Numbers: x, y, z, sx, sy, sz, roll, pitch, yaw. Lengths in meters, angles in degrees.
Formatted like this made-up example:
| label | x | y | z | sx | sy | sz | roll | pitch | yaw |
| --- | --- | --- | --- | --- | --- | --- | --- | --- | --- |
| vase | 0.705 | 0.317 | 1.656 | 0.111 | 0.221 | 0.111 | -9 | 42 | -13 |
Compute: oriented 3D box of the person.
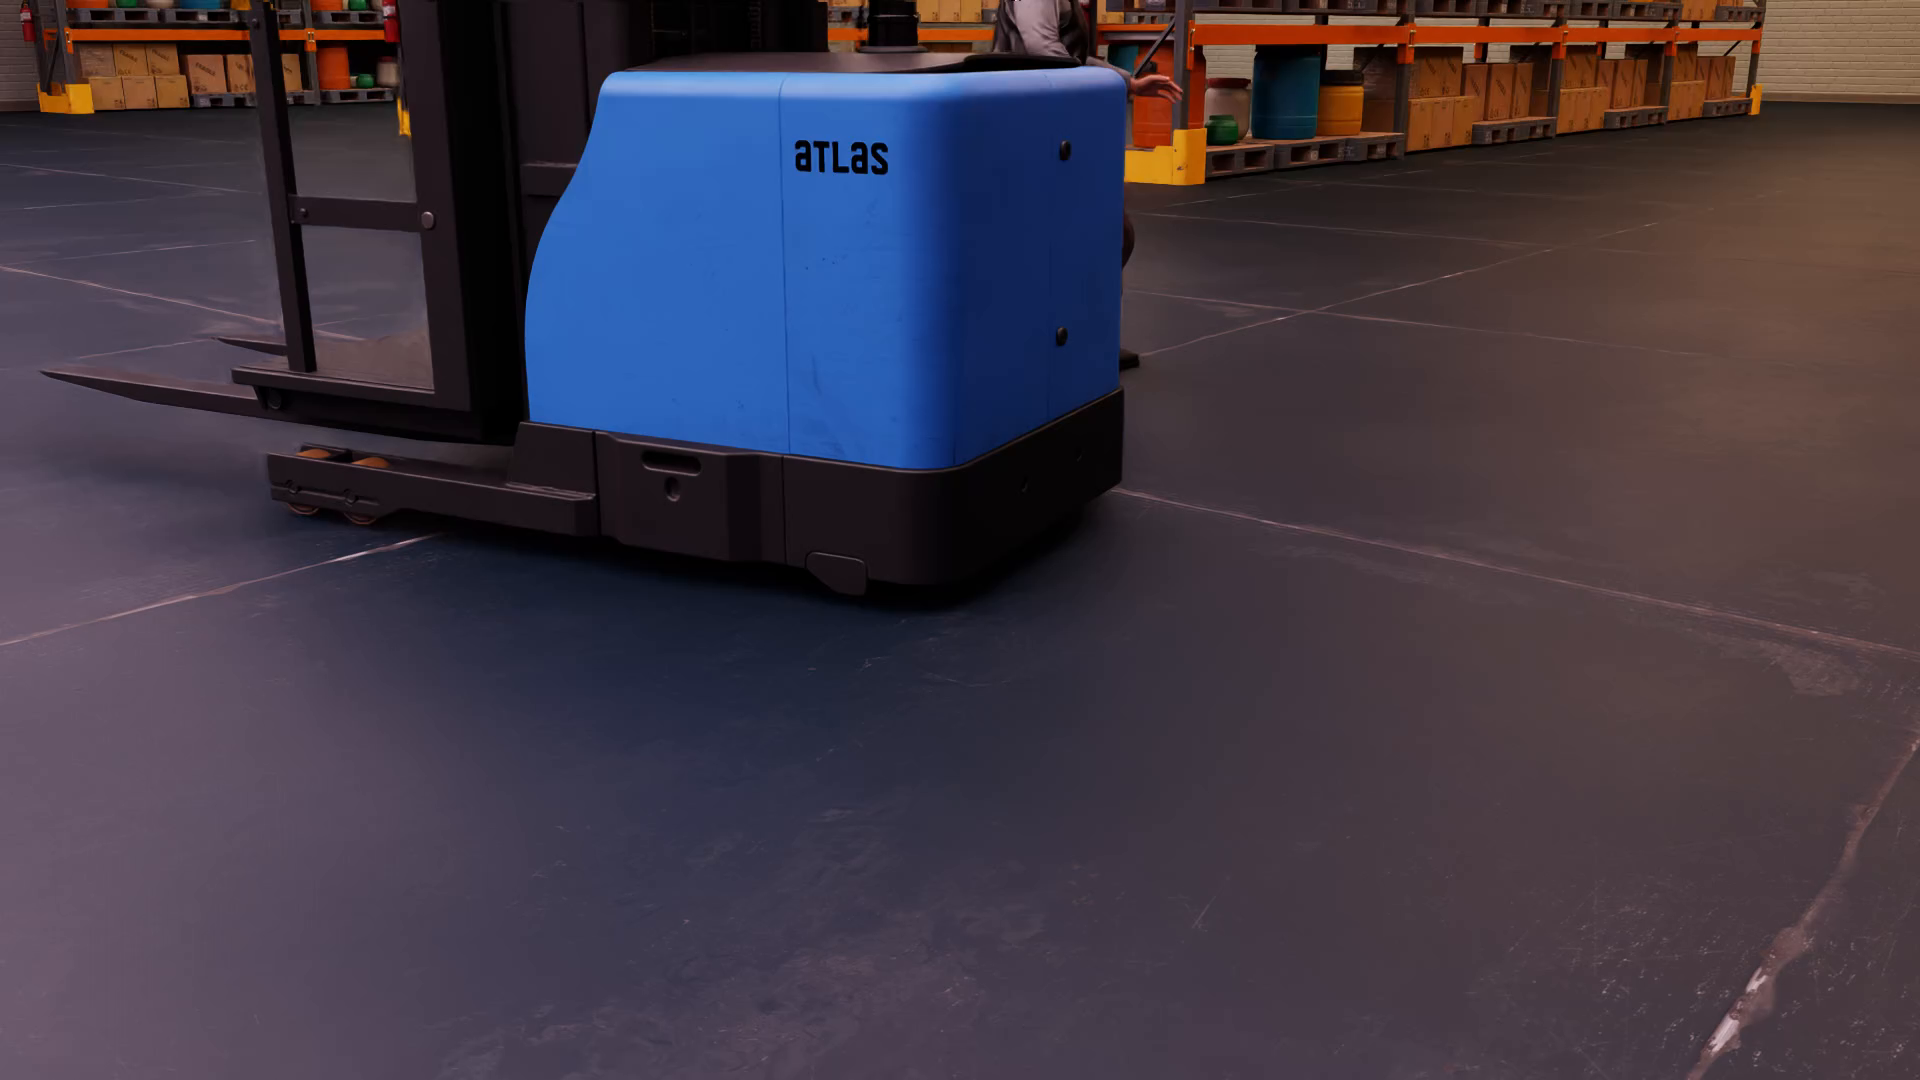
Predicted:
| label | x | y | z | sx | sy | sz | roll | pitch | yaw |
| --- | --- | --- | --- | --- | --- | --- | --- | --- | --- |
| person | 0.431 | -1.368 | 5.704 | 0.805 | 1.599 | 0.849 | -3 | 17 | -11 |

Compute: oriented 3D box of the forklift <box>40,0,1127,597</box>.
| label | x | y | z | sx | sy | sz | roll | pitch | yaw |
| --- | --- | --- | --- | --- | --- | --- | --- | --- | --- |
| forklift | -1.144 | -1.564 | 4.047 | 3.031 | 2.935 | 1.130 | 8 | 19 | 26 |
